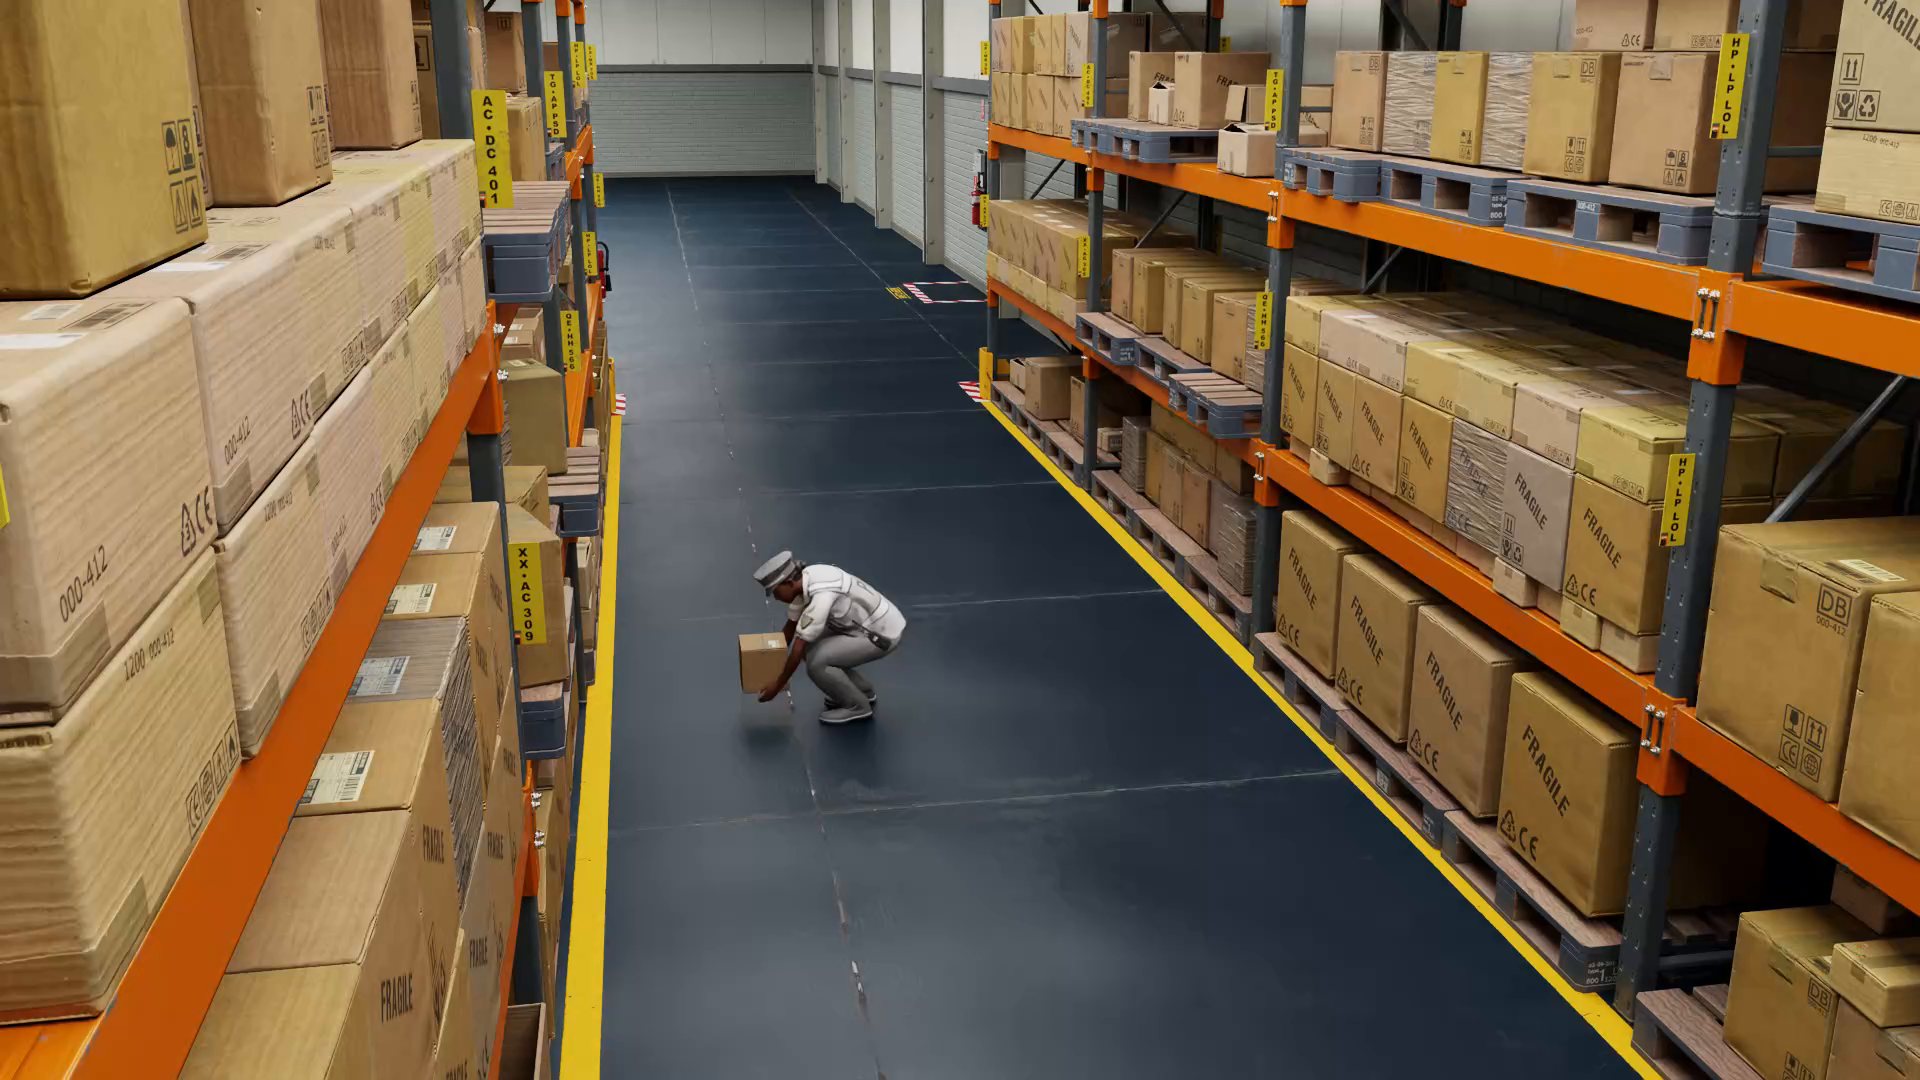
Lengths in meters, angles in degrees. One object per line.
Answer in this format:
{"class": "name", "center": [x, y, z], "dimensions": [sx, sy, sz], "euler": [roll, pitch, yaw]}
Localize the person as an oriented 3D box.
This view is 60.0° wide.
{"class": "person", "center": [-0.712, 0.506, 9.067], "dimensions": [0.836, 0.968, 0.484], "euler": [-3, 17, -11]}
